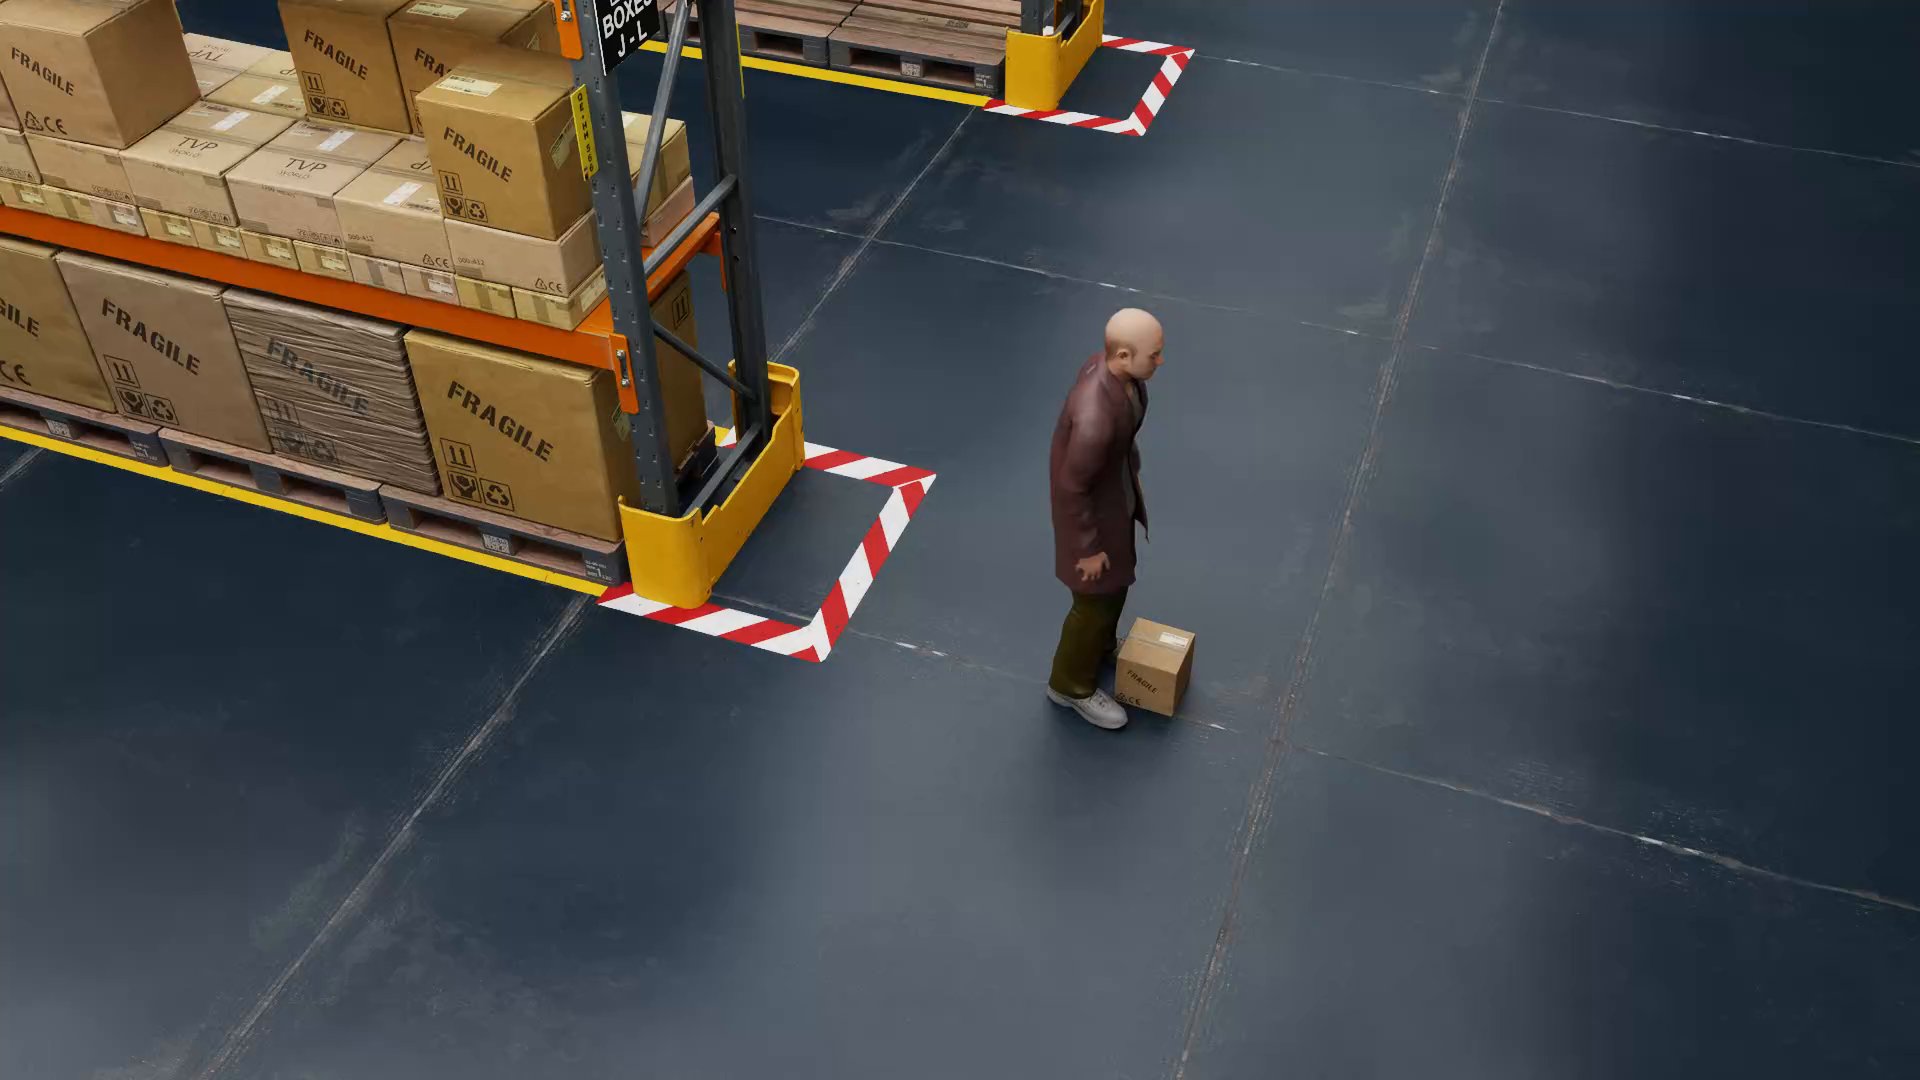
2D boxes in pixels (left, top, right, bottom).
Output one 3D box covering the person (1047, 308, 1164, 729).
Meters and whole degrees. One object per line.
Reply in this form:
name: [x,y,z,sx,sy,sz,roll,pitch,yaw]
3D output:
person: [0.550,-0.110,6.297,0.428,1.773,0.641,13,43,15]
